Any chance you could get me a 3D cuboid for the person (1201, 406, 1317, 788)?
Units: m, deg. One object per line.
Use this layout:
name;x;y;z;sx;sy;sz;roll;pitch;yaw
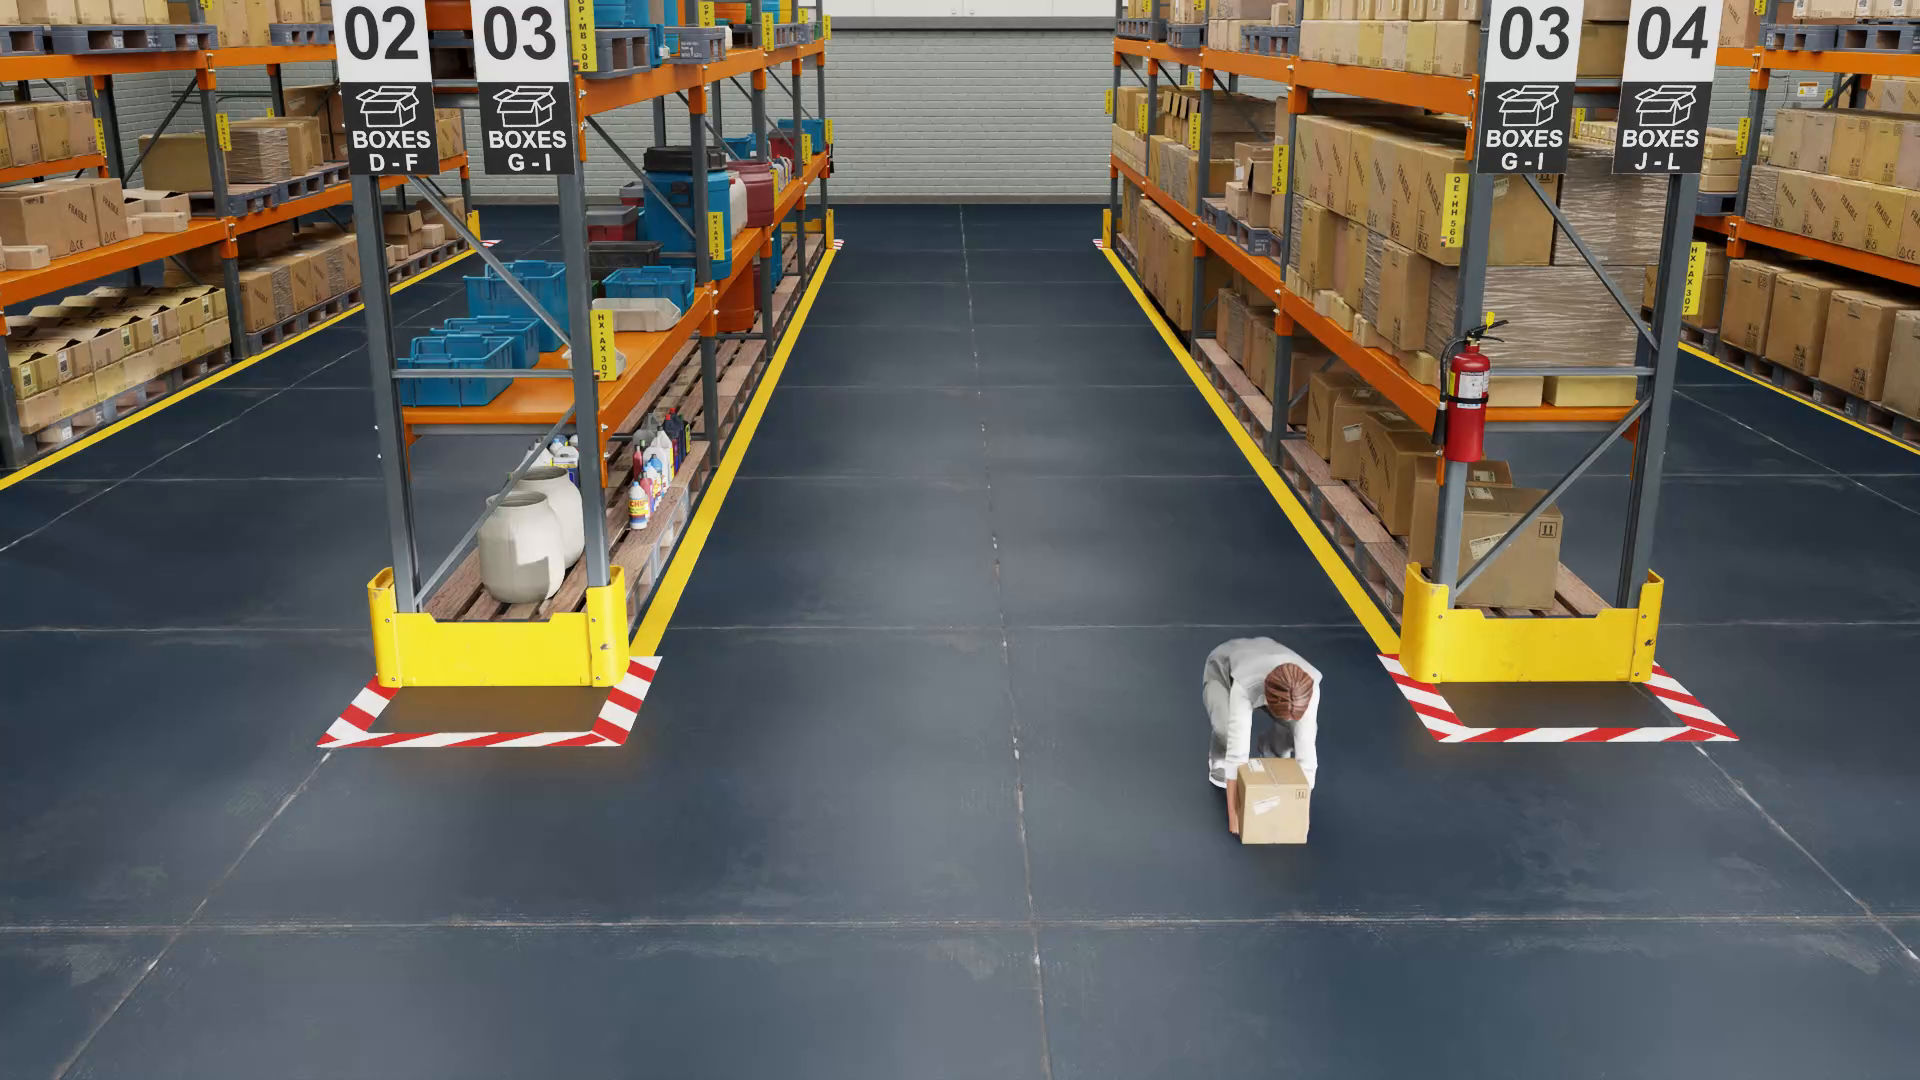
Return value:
person;1.229;0.232;6.814;0.448;1.599;0.339;-1;17;-2
